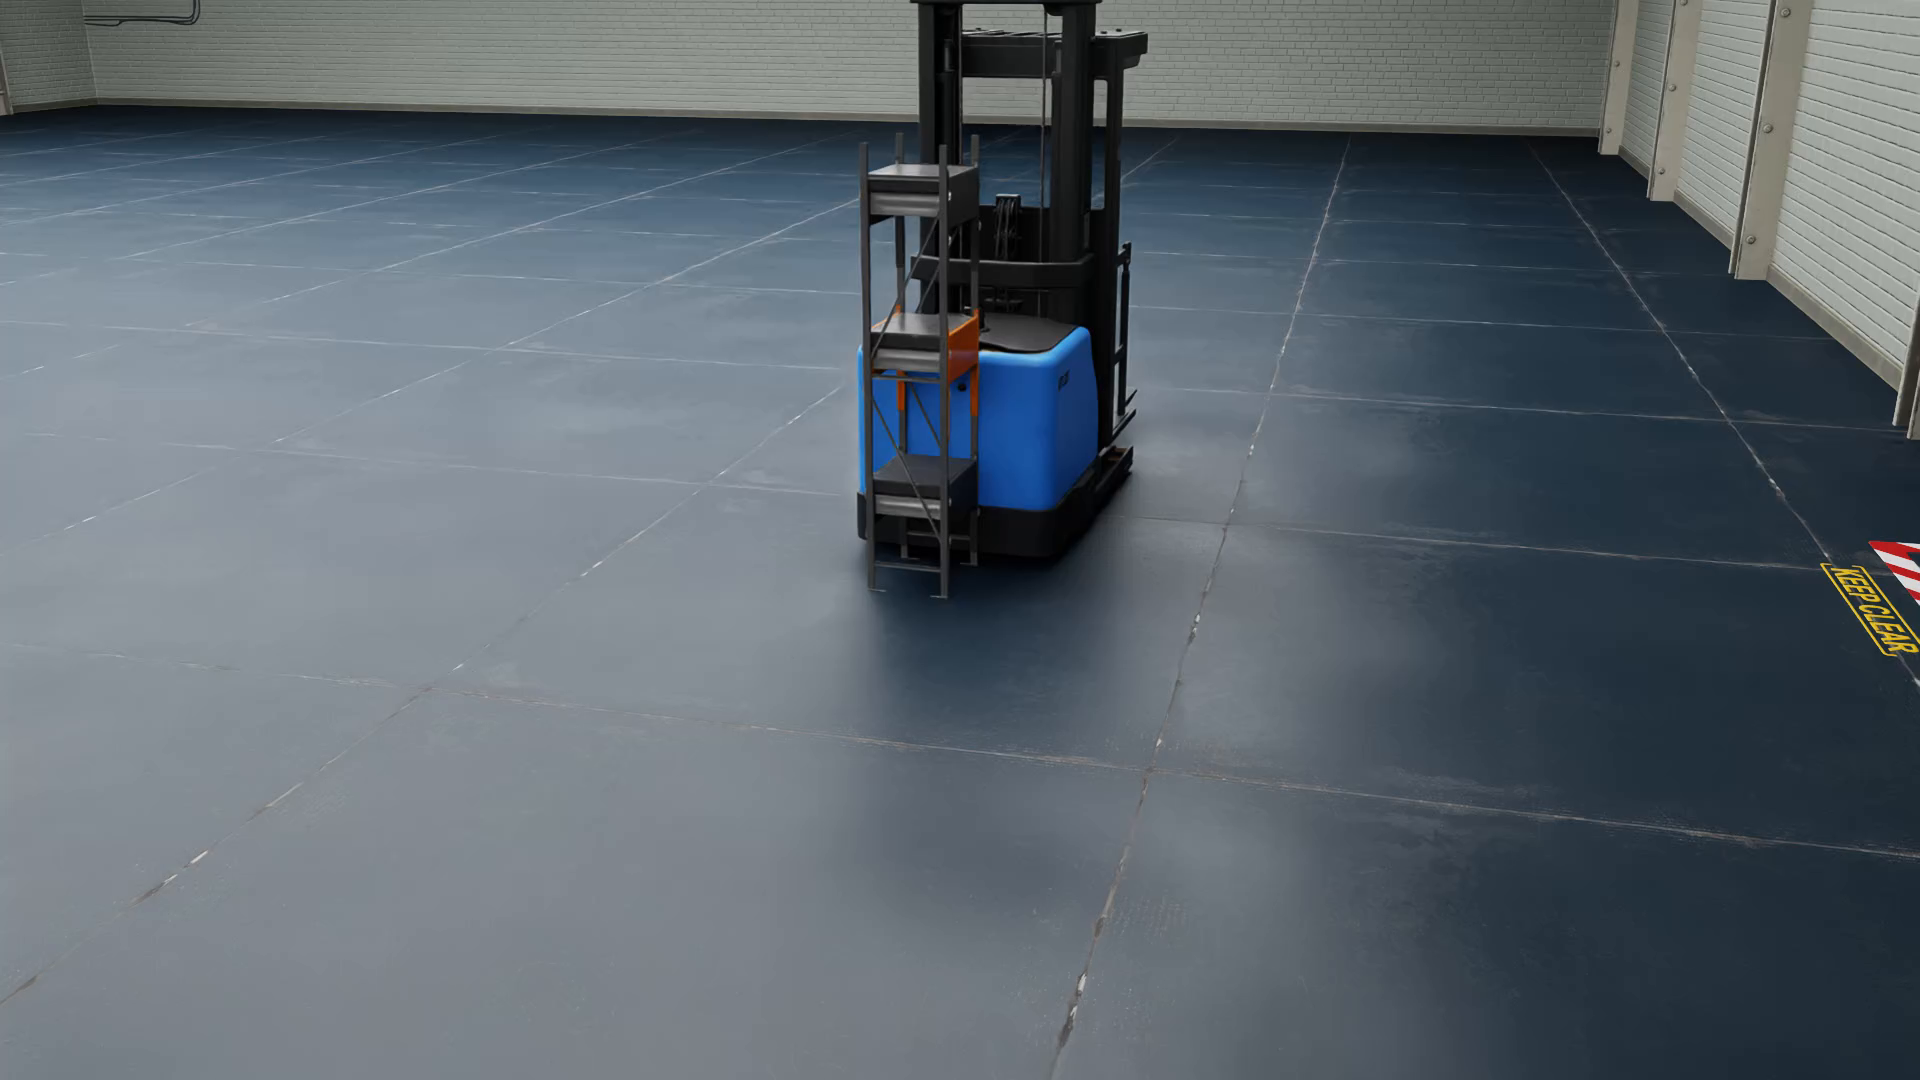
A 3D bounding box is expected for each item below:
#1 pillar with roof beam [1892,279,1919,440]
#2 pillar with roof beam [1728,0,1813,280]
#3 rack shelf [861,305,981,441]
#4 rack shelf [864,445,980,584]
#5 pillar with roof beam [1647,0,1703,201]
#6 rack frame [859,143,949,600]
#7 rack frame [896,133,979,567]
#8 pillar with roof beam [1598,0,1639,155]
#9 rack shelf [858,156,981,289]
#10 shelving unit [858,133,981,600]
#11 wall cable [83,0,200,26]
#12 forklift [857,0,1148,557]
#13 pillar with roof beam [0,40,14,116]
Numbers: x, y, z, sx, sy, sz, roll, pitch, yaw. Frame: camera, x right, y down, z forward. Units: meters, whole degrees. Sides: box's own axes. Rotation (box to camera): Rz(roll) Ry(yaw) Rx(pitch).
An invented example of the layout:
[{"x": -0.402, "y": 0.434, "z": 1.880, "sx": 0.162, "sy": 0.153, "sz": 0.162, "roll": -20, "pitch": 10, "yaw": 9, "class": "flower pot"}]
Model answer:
[{"x": 2.055, "y": -5.291, "z": 10.255, "sx": 9.100, "sy": 9.000, "sz": 0.400, "roll": 5, "pitch": 19, "yaw": 13, "class": "pillar with roof beam"}, {"x": 3.521, "y": -7.171, "z": 15.761, "sx": 9.100, "sy": 9.000, "sz": 0.400, "roll": 5, "pitch": 19, "yaw": 13, "class": "pillar with roof beam"}, {"x": -0.177, "y": -0.792, "z": 7.800, "sx": 0.431, "sy": 0.518, "sz": 0.480, "roll": 6, "pitch": 20, "yaw": 16, "class": "rack shelf"}, {"x": -0.177, "y": -0.129, "z": 8.026, "sx": 0.431, "sy": 0.518, "sz": 0.480, "roll": 6, "pitch": 20, "yaw": 16, "class": "rack shelf"}, {"x": 4.987, "y": -9.052, "z": 21.266, "sx": 9.100, "sy": 9.000, "sz": 0.400, "roll": 5, "pitch": 19, "yaw": 13, "class": "pillar with roof beam"}, {"x": -0.248, "y": -0.729, "z": 7.574, "sx": 0.400, "sy": 2.100, "sz": 0.015, "roll": 6, "pitch": 20, "yaw": 16, "class": "rack frame"}, {"x": -0.106, "y": -0.880, "z": 8.016, "sx": 0.400, "sy": 2.100, "sz": 0.015, "roll": 6, "pitch": 20, "yaw": 16, "class": "rack frame"}, {"x": 6.453, "y": -10.932, "z": 26.772, "sx": 9.100, "sy": 9.000, "sz": 0.400, "roll": 5, "pitch": 19, "yaw": 13, "class": "pillar with roof beam"}, {"x": -0.177, "y": -1.454, "z": 7.573, "sx": 0.431, "sy": 0.518, "sz": 0.480, "roll": 6, "pitch": 20, "yaw": 16, "class": "rack shelf"}, {"x": -0.177, "y": -0.805, "z": 7.795, "sx": 0.431, "sy": 2.100, "sz": 0.503, "roll": 6, "pitch": 20, "yaw": 16, "class": "shelving unit"}, {"x": -17.916, "y": -12.430, "z": 35.960, "sx": 3.097, "sy": 2.526, "sz": 0.112, "roll": 5, "pitch": 19, "yaw": 13, "class": "wall cable"}, {"x": 0.392, "y": -1.741, "z": 9.252, "sx": 1.130, "sy": 2.935, "sz": 3.031, "roll": 6, "pitch": 20, "yaw": 16, "class": "forklift"}, {"x": -15.743, "y": -12.740, "z": 32.065, "sx": 9.100, "sy": 9.000, "sz": 0.400, "roll": 5, "pitch": 19, "yaw": 13, "class": "pillar with roof beam"}]
